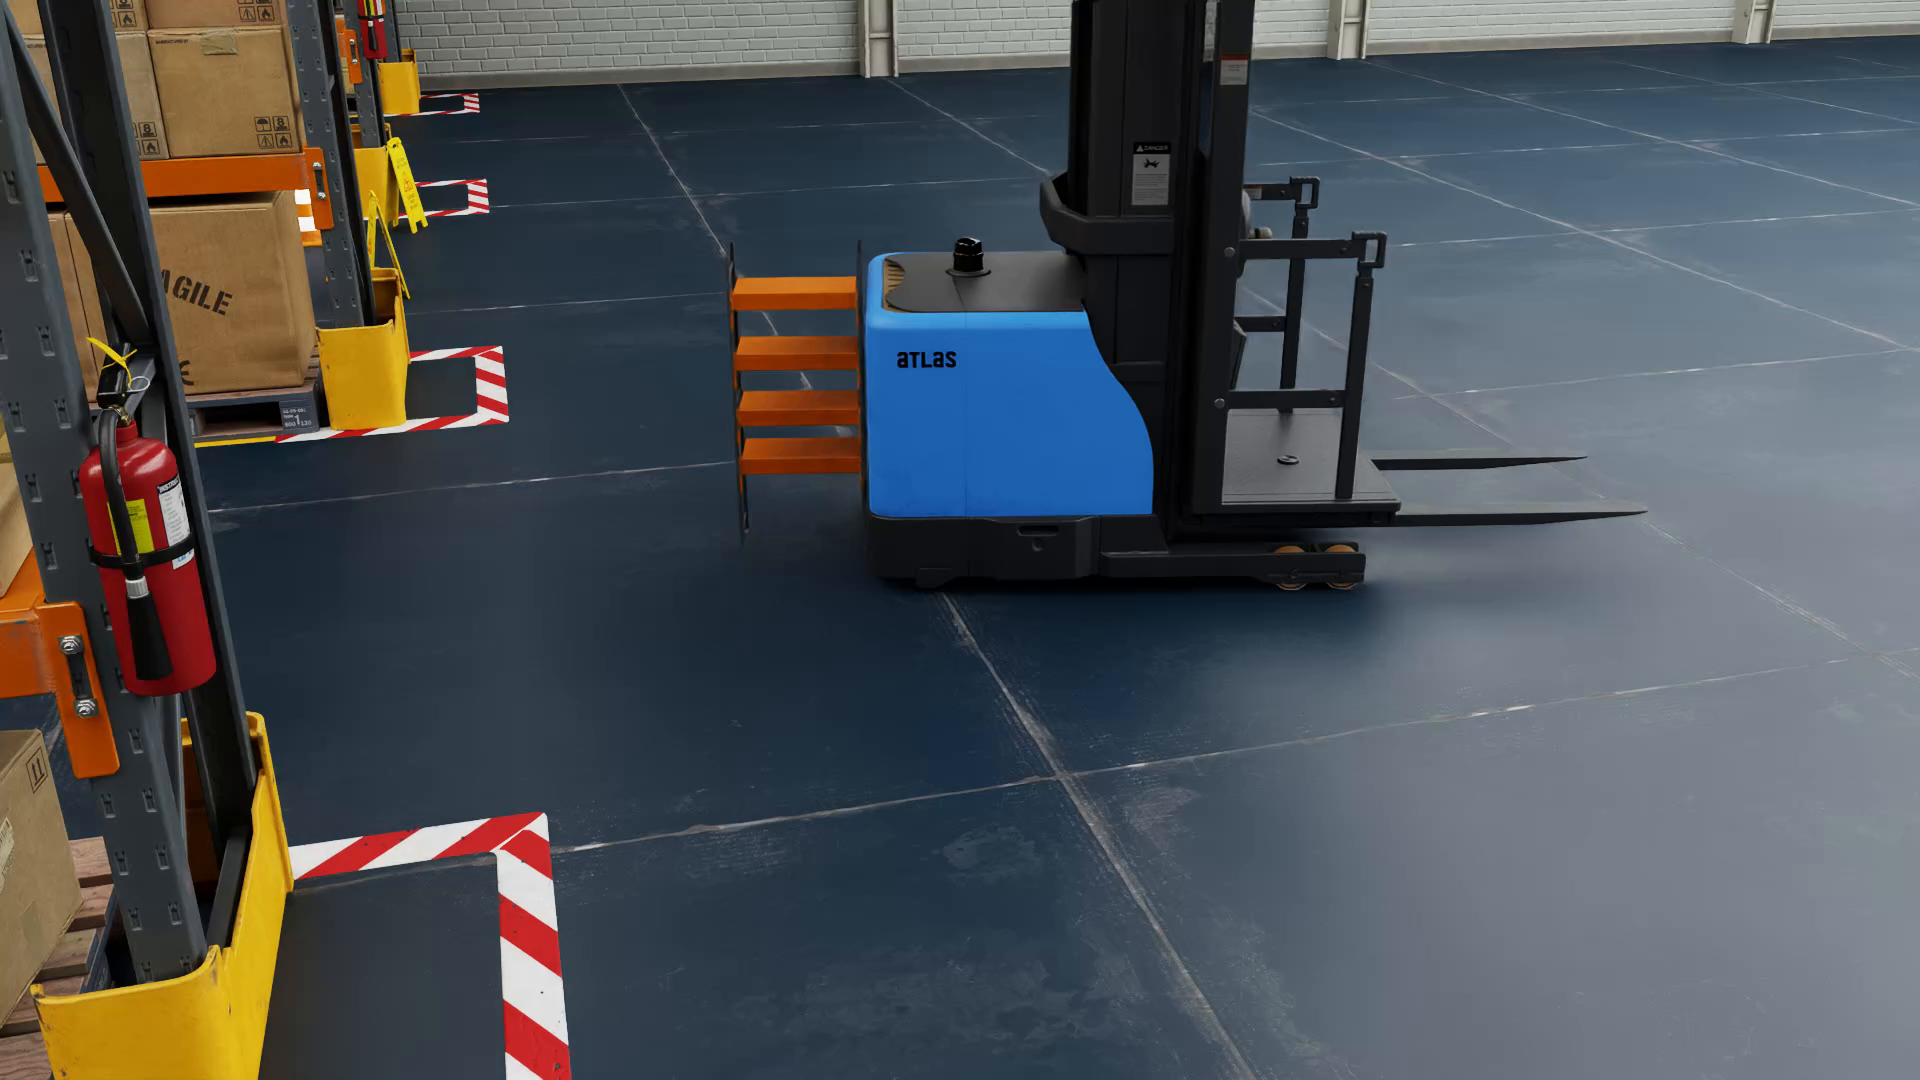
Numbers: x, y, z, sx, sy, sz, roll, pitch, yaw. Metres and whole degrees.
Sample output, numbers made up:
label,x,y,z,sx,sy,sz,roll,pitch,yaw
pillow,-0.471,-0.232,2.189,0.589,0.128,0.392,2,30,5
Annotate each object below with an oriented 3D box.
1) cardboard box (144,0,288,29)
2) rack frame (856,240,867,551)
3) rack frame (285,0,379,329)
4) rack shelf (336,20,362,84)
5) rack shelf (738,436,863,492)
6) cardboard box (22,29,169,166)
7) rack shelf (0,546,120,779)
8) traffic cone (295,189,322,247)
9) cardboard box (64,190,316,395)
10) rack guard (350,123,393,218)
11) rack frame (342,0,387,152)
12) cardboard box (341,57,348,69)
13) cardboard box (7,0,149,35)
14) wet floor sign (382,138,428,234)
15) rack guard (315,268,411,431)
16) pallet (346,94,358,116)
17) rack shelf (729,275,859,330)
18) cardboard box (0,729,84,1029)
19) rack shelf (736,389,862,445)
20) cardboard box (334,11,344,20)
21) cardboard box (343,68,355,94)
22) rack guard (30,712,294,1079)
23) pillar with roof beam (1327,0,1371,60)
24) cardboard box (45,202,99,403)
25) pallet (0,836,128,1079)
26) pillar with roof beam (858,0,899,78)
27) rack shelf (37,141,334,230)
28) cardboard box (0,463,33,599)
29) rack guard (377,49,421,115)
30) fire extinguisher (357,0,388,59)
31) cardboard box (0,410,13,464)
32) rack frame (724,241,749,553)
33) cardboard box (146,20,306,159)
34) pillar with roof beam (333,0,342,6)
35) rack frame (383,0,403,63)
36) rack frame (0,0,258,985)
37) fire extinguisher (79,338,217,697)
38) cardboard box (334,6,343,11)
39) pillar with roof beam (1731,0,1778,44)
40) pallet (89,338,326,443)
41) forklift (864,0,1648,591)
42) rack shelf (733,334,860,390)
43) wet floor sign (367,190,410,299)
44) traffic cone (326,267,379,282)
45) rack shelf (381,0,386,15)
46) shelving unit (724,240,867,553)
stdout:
label,x,y,z,sx,sy,sz,roll,pitch,yaw
cardboard box,-3.395,-2.671,7.612,0.550,0.550,0.875,-6,24,-14
rack frame,-0.383,-0.555,6.521,0.015,1.200,0.240,-1,23,-2
rack frame,-3.027,-2.131,7.912,0.127,3.000,1.000,-6,24,-14
rack shelf,-6.388,-3.456,11.912,4.000,0.370,1.077,-6,24,-14
rack shelf,-0.627,-0.307,6.617,0.480,0.148,0.258,-1,23,-2
cardboard box,-3.896,-2.076,7.594,0.550,0.550,0.875,-6,24,-14
rack shelf,-3.711,0.307,3.144,4.000,0.370,1.077,-6,24,-14
traffic cone,-4.527,-2.298,11.519,0.334,0.463,0.336,-6,24,-14
cardboard box,-3.663,-1.250,8.021,0.875,0.875,0.875,-6,24,-14
rack guard,-4.535,-2.843,12.741,0.348,0.500,1.175,-6,24,-14
rack frame,-4.462,-3.999,12.267,0.127,3.000,1.000,-6,24,-14
cardboard box,-6.191,-4.872,16.621,0.500,0.250,0.500,-7,24,-15
cardboard box,-3.900,-2.578,7.394,0.550,0.550,0.875,-6,24,-14
wet floor sign,-3.990,-2.531,11.831,0.232,0.644,0.267,2,23,4
rack guard,-3.004,-0.985,8.411,0.348,0.500,1.175,-6,24,-14
pallet,-6.531,-4.505,16.981,1.213,0.211,1.003,-6,24,-14
rack shelf,-0.627,-0.912,6.357,0.480,0.148,0.258,-1,23,-2
cardboard box,-2.391,0.779,3.768,0.500,0.500,0.500,-2,23,-5
rack shelf,-0.627,-0.489,6.539,0.480,0.148,0.258,-1,23,-2
cardboard box,-6.165,-5.105,16.530,0.500,0.250,0.500,-5,24,-13
cardboard box,-6.173,-4.643,16.721,0.500,0.250,0.500,-6,24,-14
rack guard,-1.858,0.920,3.972,0.348,0.500,1.175,-6,24,-14
pillar with roof beam,5.997,-8.552,15.269,0.400,9.000,9.100,-6,24,-14
cardboard box,-4.509,-1.156,7.801,0.875,0.875,0.875,-7,24,-15
pallet,-2.650,1.126,3.859,1.213,0.211,1.003,-6,24,-14
pillar with roof beam,0.220,-7.913,13.780,0.400,9.000,9.100,-6,24,-14
rack shelf,-4.953,-1.587,7.557,4.000,0.370,1.077,-6,24,-14
cardboard box,-2.004,-0.013,3.294,0.250,0.149,0.380,-6,24,-14
rack guard,-5.783,-4.737,17.157,0.348,0.500,1.175,-6,24,-14
fire extinguisher,-4.227,-3.801,11.903,0.183,0.674,0.296,-6,24,-14
cardboard box,-2.124,-0.182,3.688,0.250,0.149,0.380,-6,24,-14
rack frame,-0.871,-0.547,6.504,0.015,1.200,0.240,-1,23,-2
cardboard box,-3.373,-2.143,7.750,0.550,0.550,0.875,-6,24,-14
pillar with roof beam,-5.557,-7.274,12.290,0.400,9.000,9.100,-6,24,-14
rack frame,-5.806,-5.884,16.658,0.127,3.000,1.000,-6,24,-14
rack frame,-1.785,-0.237,3.498,0.127,3.000,1.000,-6,24,-14
fire extinguisher,-1.550,-0.039,3.134,0.183,0.674,0.296,-6,24,-14
cardboard box,-6.320,-5.293,16.968,0.500,0.250,0.500,-7,24,-15
pillar with roof beam,11.774,-9.191,16.759,0.400,9.000,9.100,-6,24,-14
pallet,-3.776,-0.735,8.194,1.213,0.211,1.003,-6,24,-14
forklift,1.146,-1.364,6.212,3.031,2.935,1.130,-1,23,-2
rack shelf,-0.627,-0.695,6.451,0.480,0.148,0.258,-1,23,-2
wet floor sign,-3.534,-1.804,10.135,0.232,0.644,0.267,-11,25,-23
traffic cone,-3.900,-1.913,10.621,0.334,0.463,0.336,-6,24,-14
rack shelf,-7.732,-5.340,16.303,4.000,0.370,1.077,-6,24,-14
shelving unit,-0.627,-0.551,6.512,0.503,1.200,0.258,-1,23,-2
